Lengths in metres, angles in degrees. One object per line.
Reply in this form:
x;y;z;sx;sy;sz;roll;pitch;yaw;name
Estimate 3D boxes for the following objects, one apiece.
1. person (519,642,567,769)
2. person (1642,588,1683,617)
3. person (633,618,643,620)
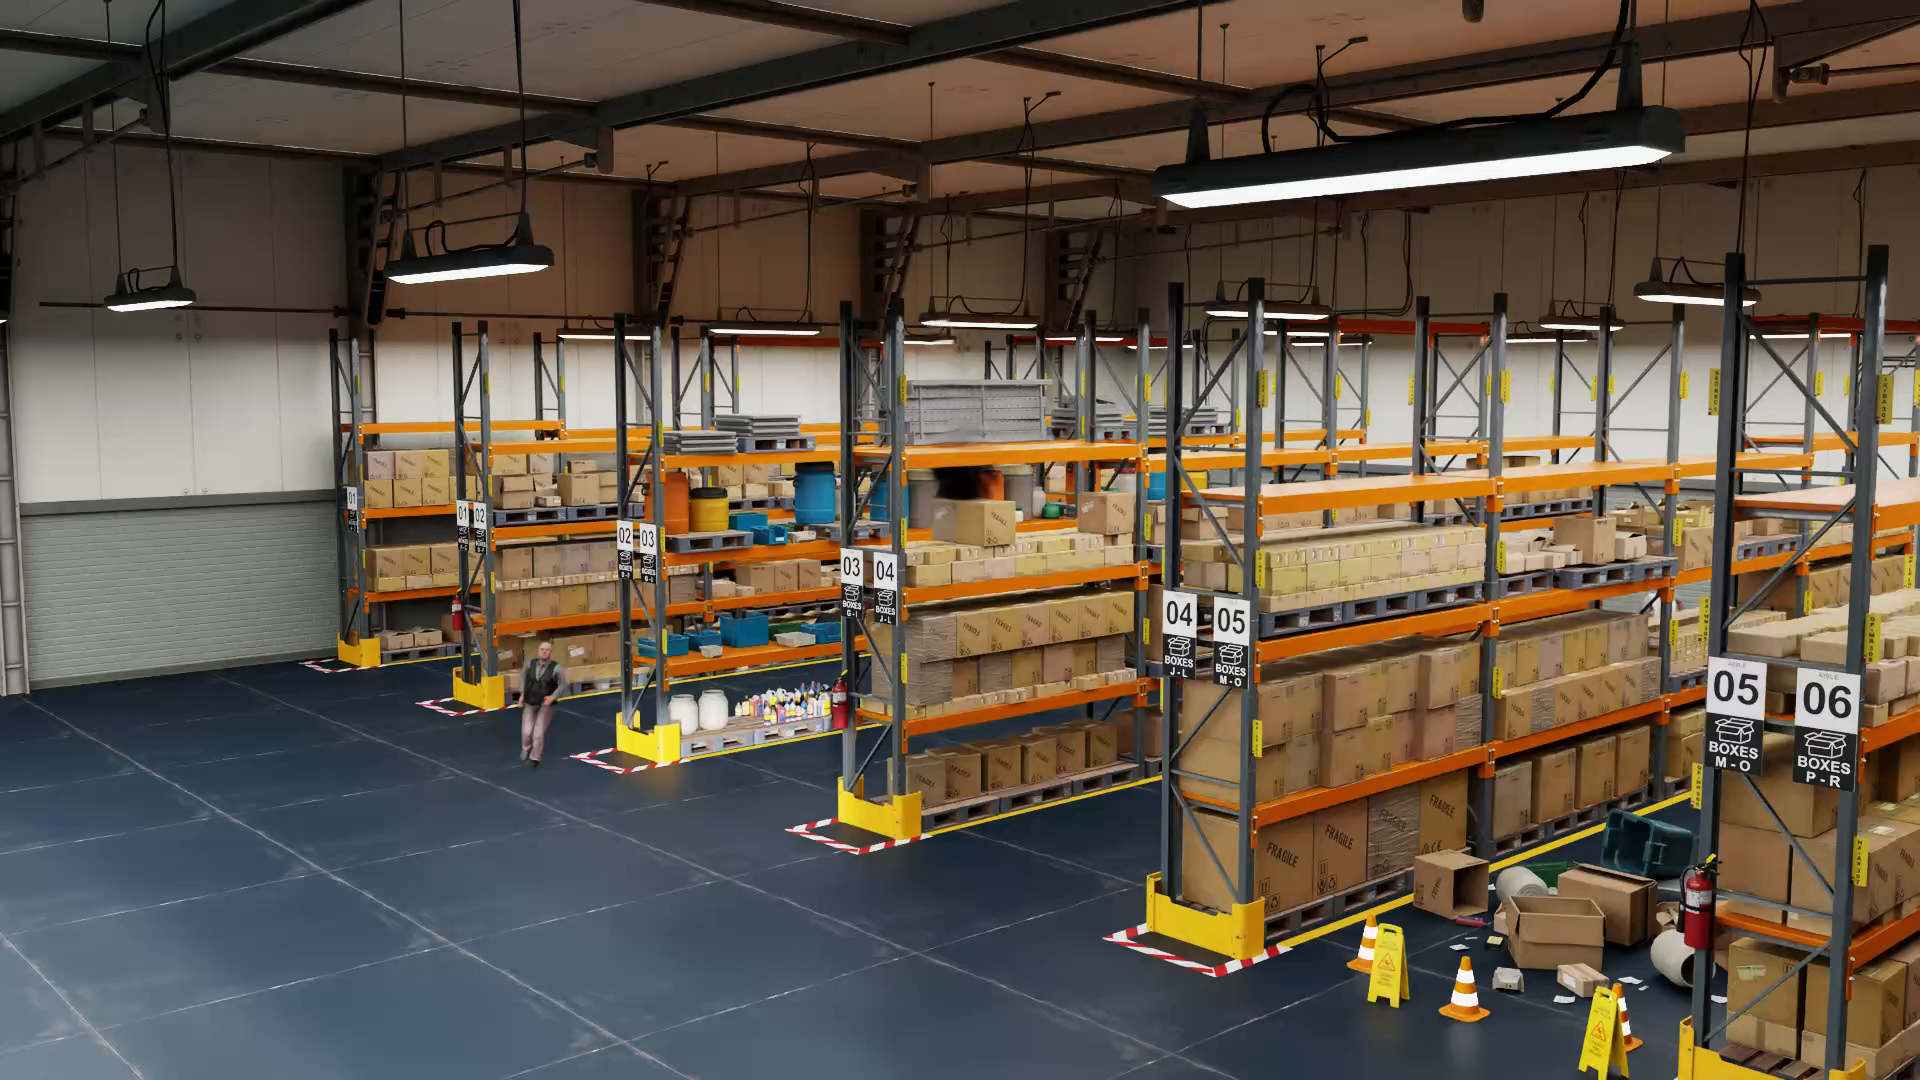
-5.517;2.180;21.921;0.686;1.676;0.548;0;6;-3;person
11.876;1.506;28.111;0.689;1.788;0.890;2;6;16;person
-5.940;1.339;30.650;0.742;1.629;0.618;-5;8;-42;person
